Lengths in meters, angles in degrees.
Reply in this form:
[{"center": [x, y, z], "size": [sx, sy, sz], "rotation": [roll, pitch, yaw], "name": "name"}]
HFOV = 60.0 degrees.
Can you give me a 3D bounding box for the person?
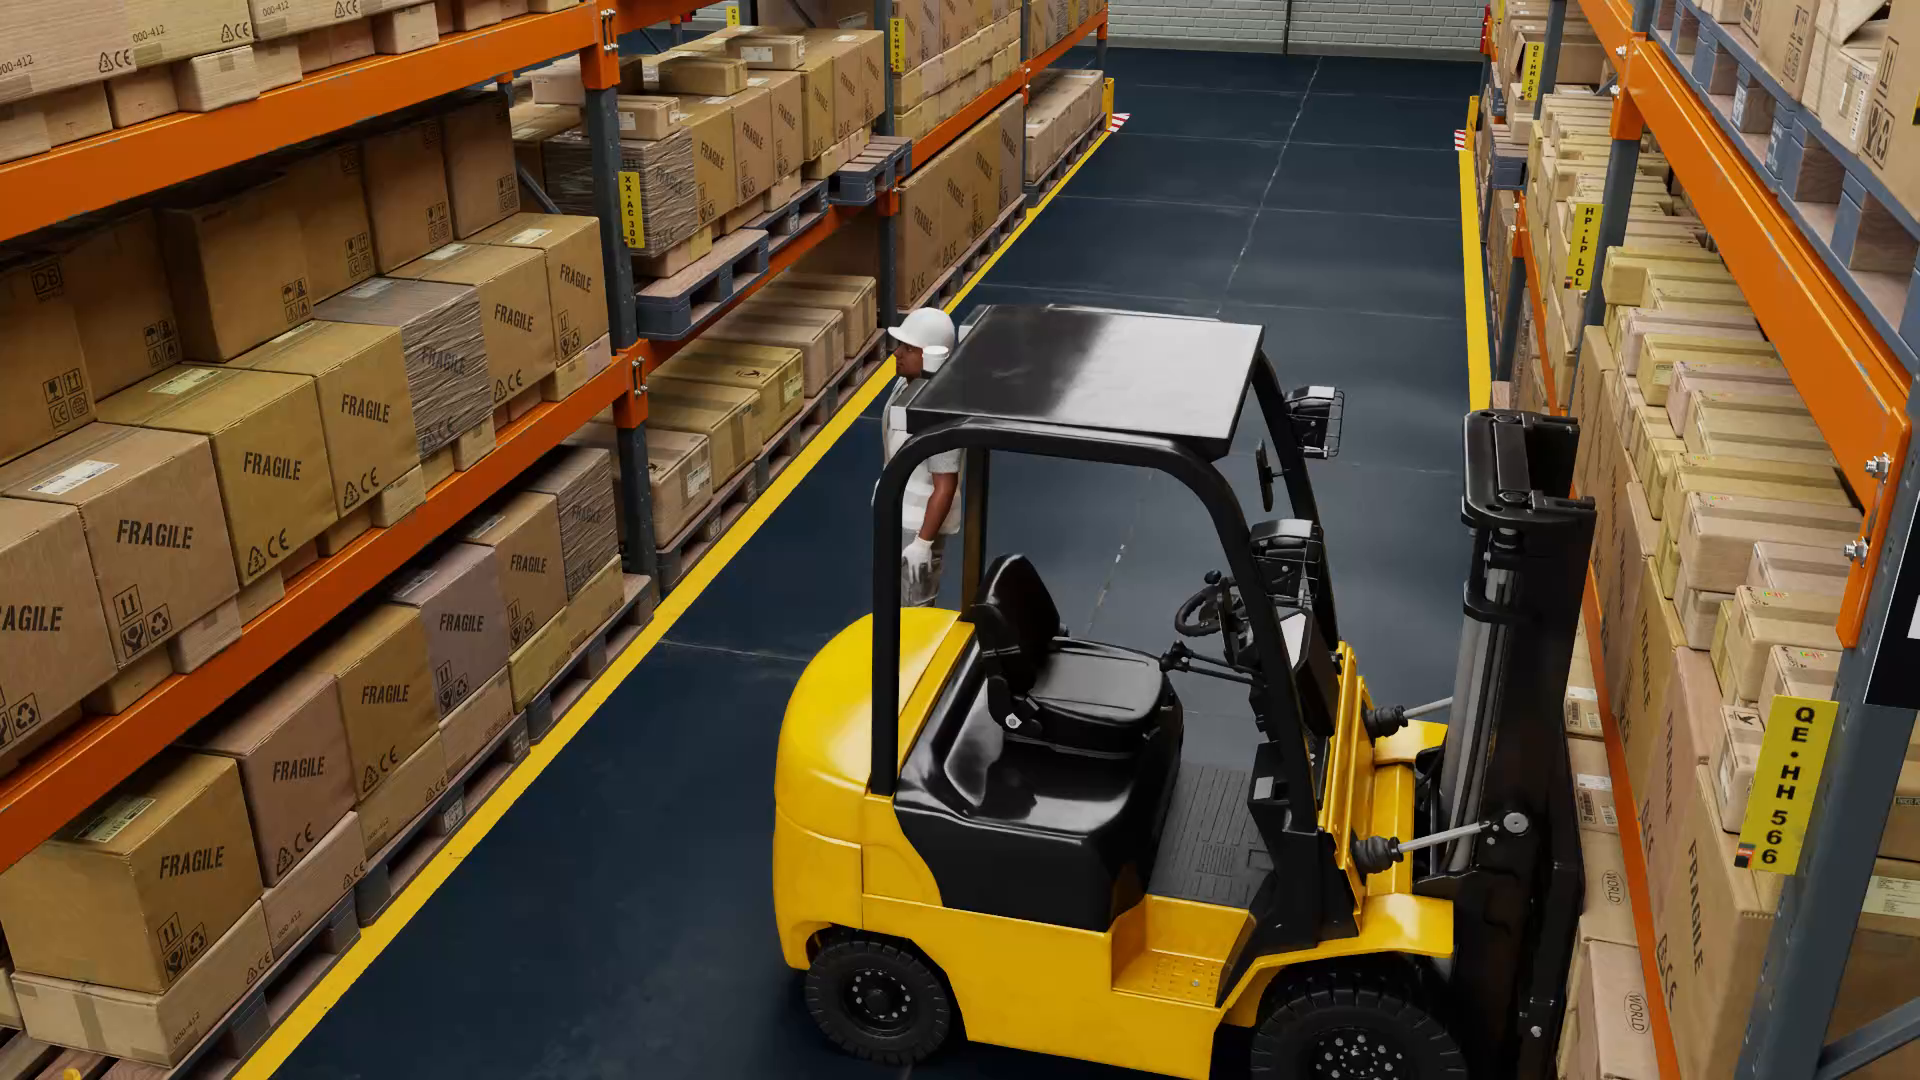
[{"center": [-0.263, -0.082, 6.745], "size": [0.575, 1.780, 0.657], "rotation": [-6, 26, -13], "name": "person"}]
